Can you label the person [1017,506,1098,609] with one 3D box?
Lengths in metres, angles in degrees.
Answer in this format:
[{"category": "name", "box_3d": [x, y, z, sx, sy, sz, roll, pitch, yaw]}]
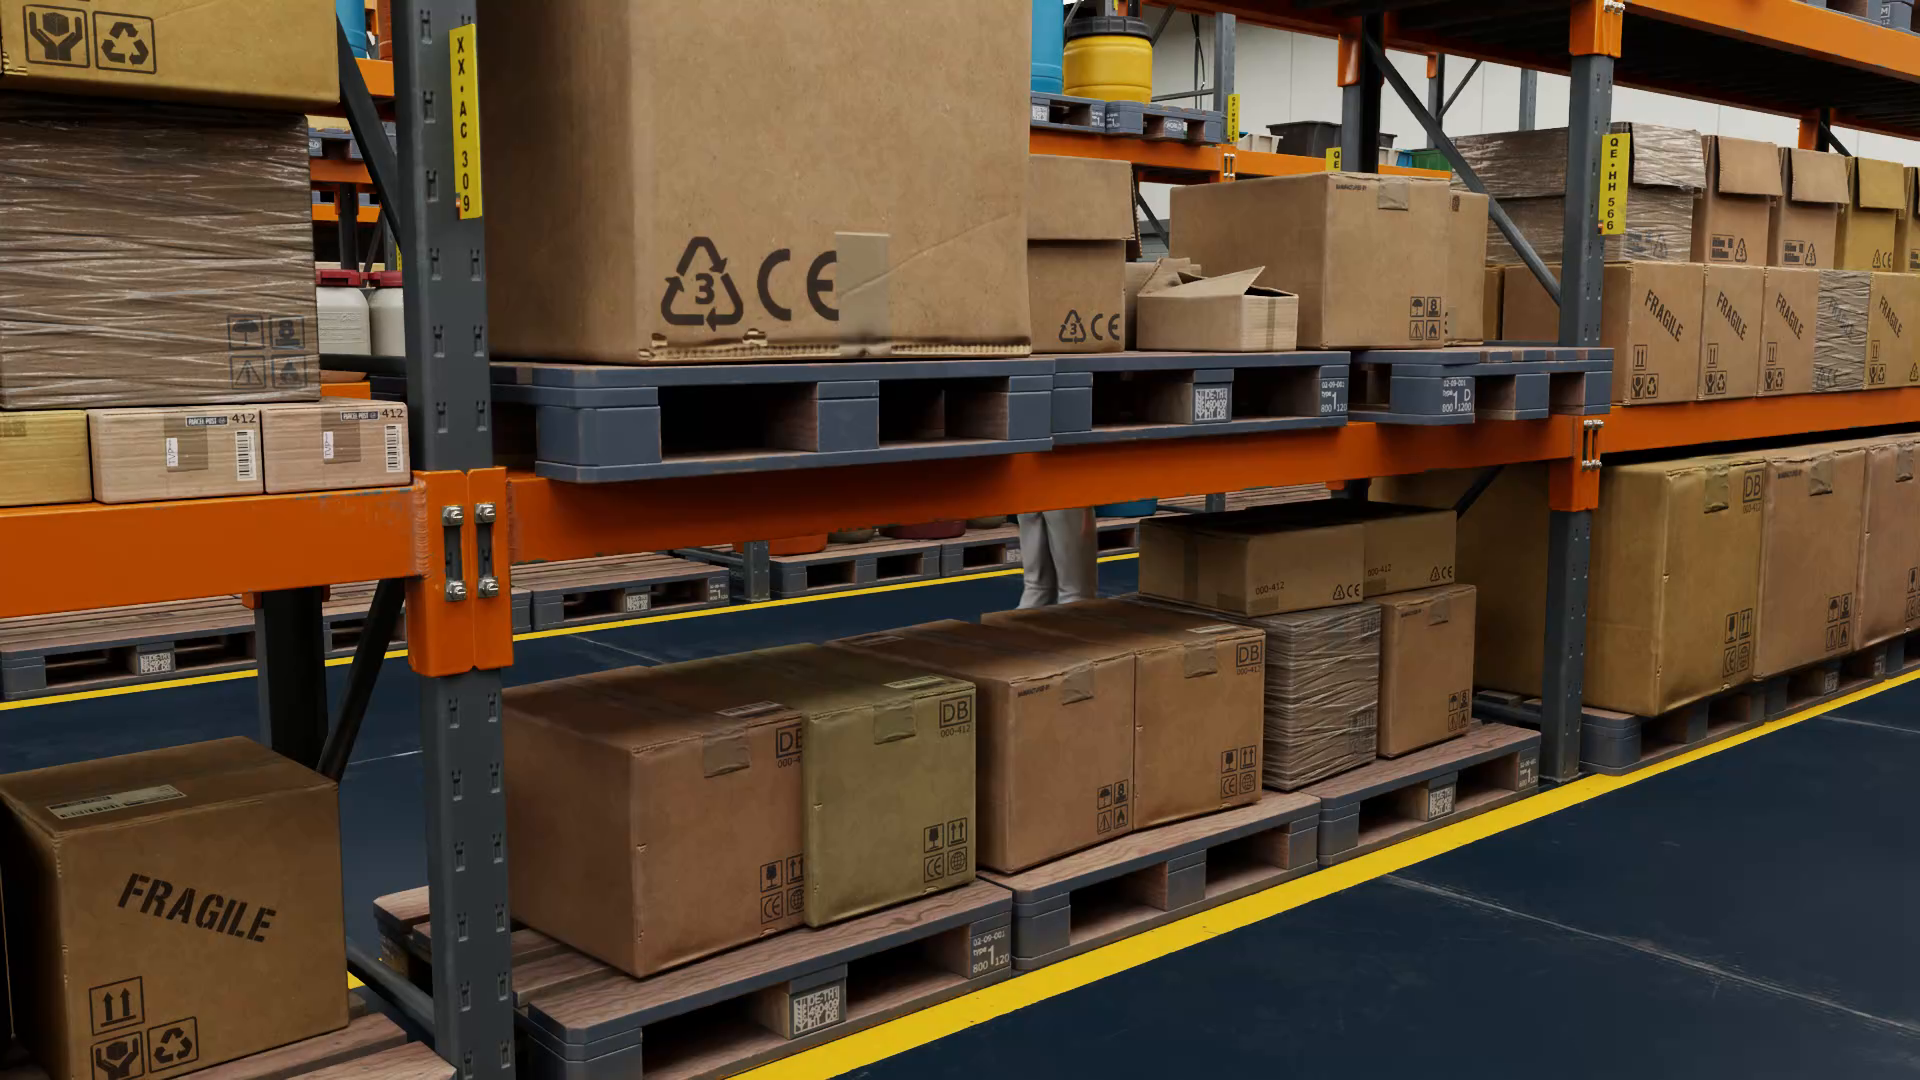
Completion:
[{"category": "person", "box_3d": [0.374, -0.133, 6.835, 0.365, 1.673, 0.439, -6, 10, -40]}]
